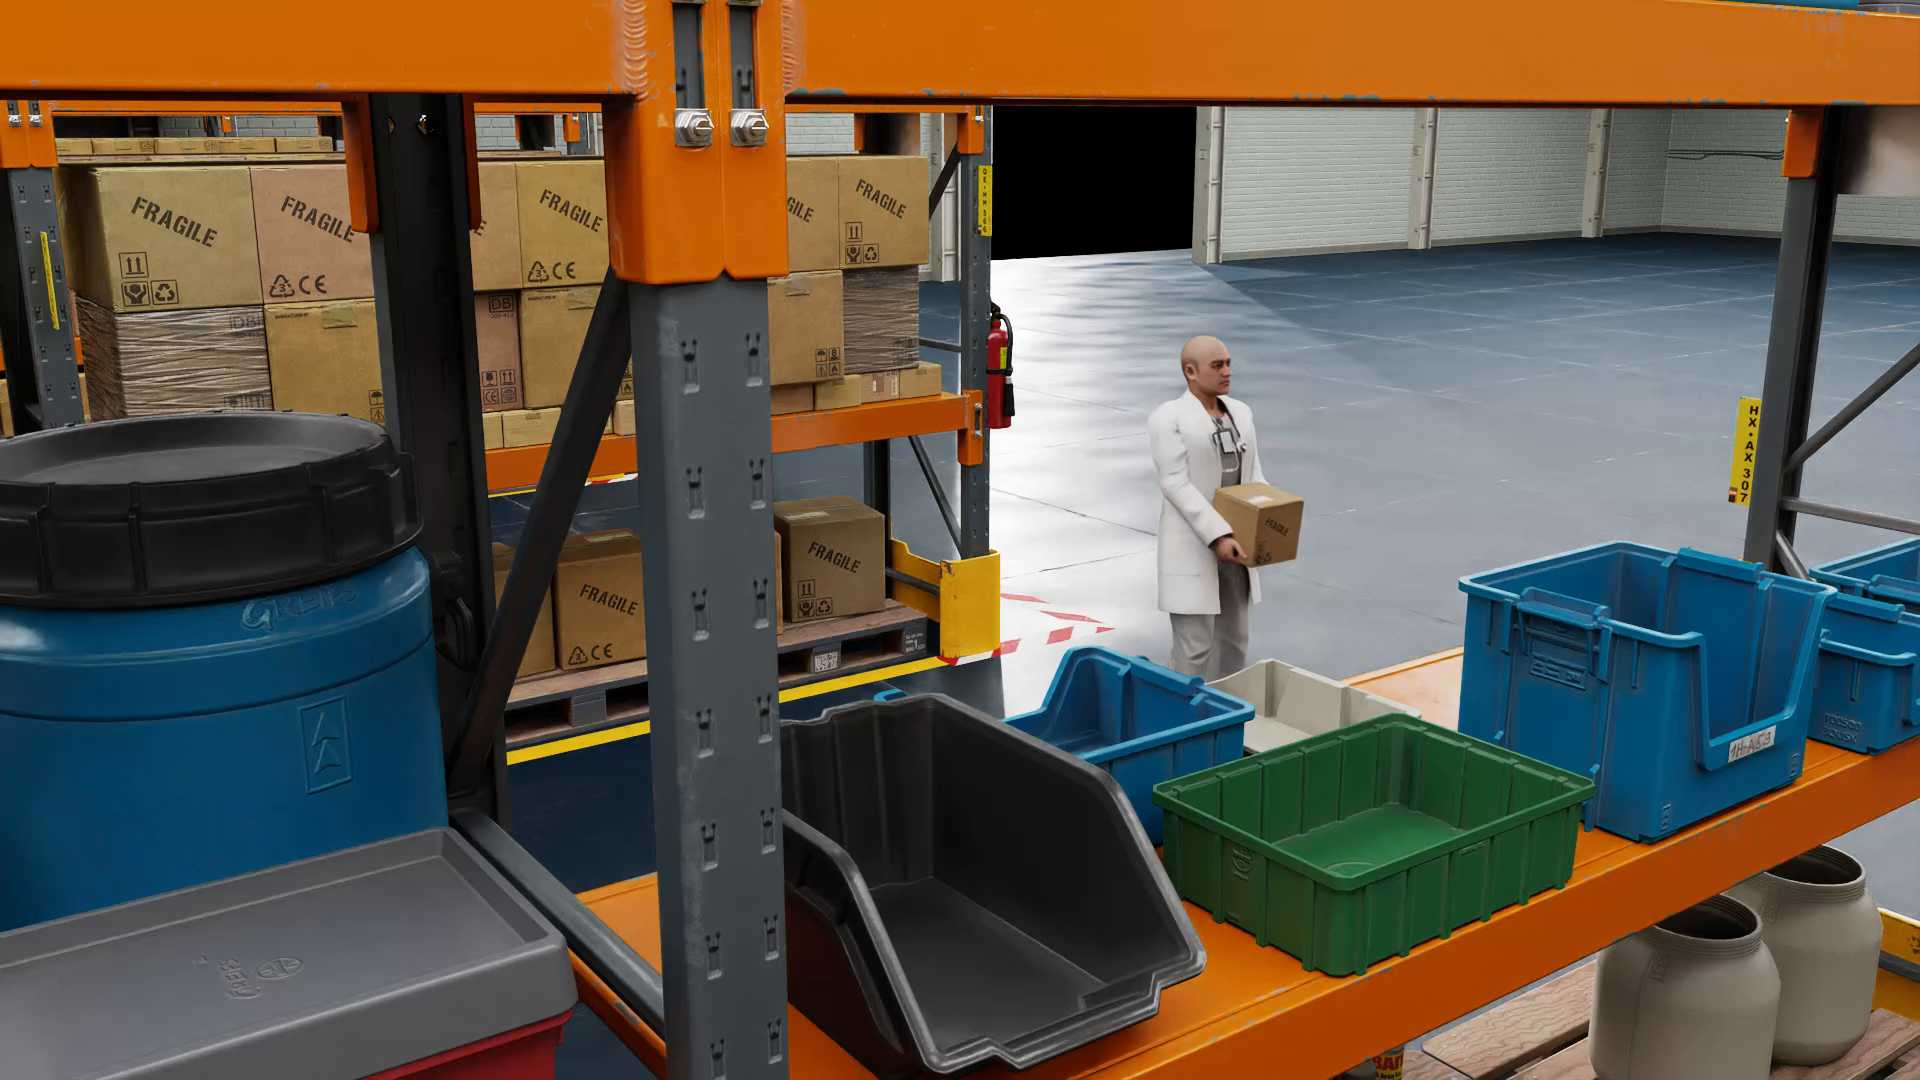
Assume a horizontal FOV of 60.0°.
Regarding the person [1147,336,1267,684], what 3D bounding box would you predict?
[{"bbox_3d":[1.067,0.074,6.755,0.529,1.774,0.550,-10,17,-34],"label":"person"}]
